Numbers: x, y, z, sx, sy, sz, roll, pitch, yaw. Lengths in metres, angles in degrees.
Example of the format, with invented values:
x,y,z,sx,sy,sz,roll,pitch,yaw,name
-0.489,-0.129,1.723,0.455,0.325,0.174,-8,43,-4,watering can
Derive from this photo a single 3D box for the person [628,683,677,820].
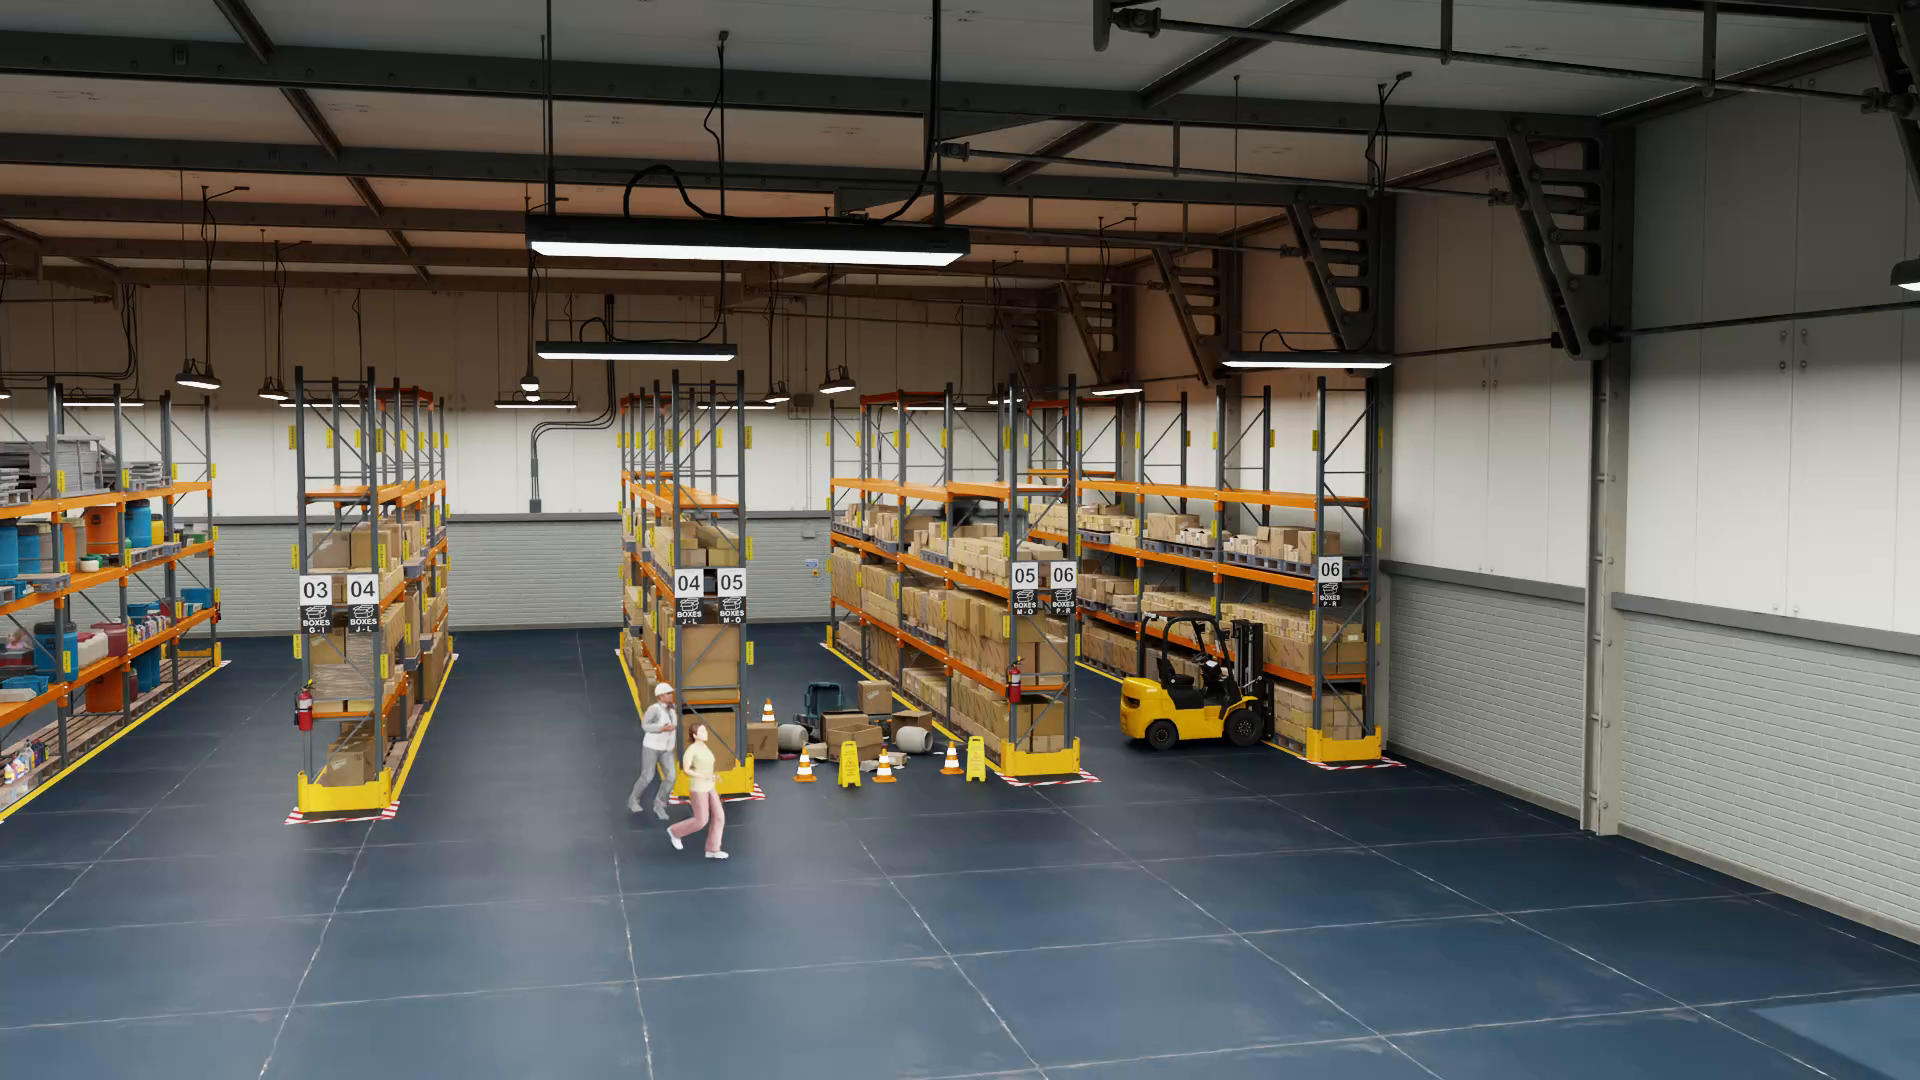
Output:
x,y,z,sx,sy,sz,roll,pitch,yaw,name
-4.007,2.810,22.241,0.731,1.800,0.661,3,4,40,person

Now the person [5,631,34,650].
x,y,z,sx,sy,sz,roll,pitch,yaw,name
-17.143,2.397,30.266,0.560,1.461,0.598,0,3,-7,person

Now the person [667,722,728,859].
x,y,z,sx,sy,sz,roll,pitch,yaw,name
-3.129,2.993,19.954,0.774,1.630,0.587,1,4,21,person
